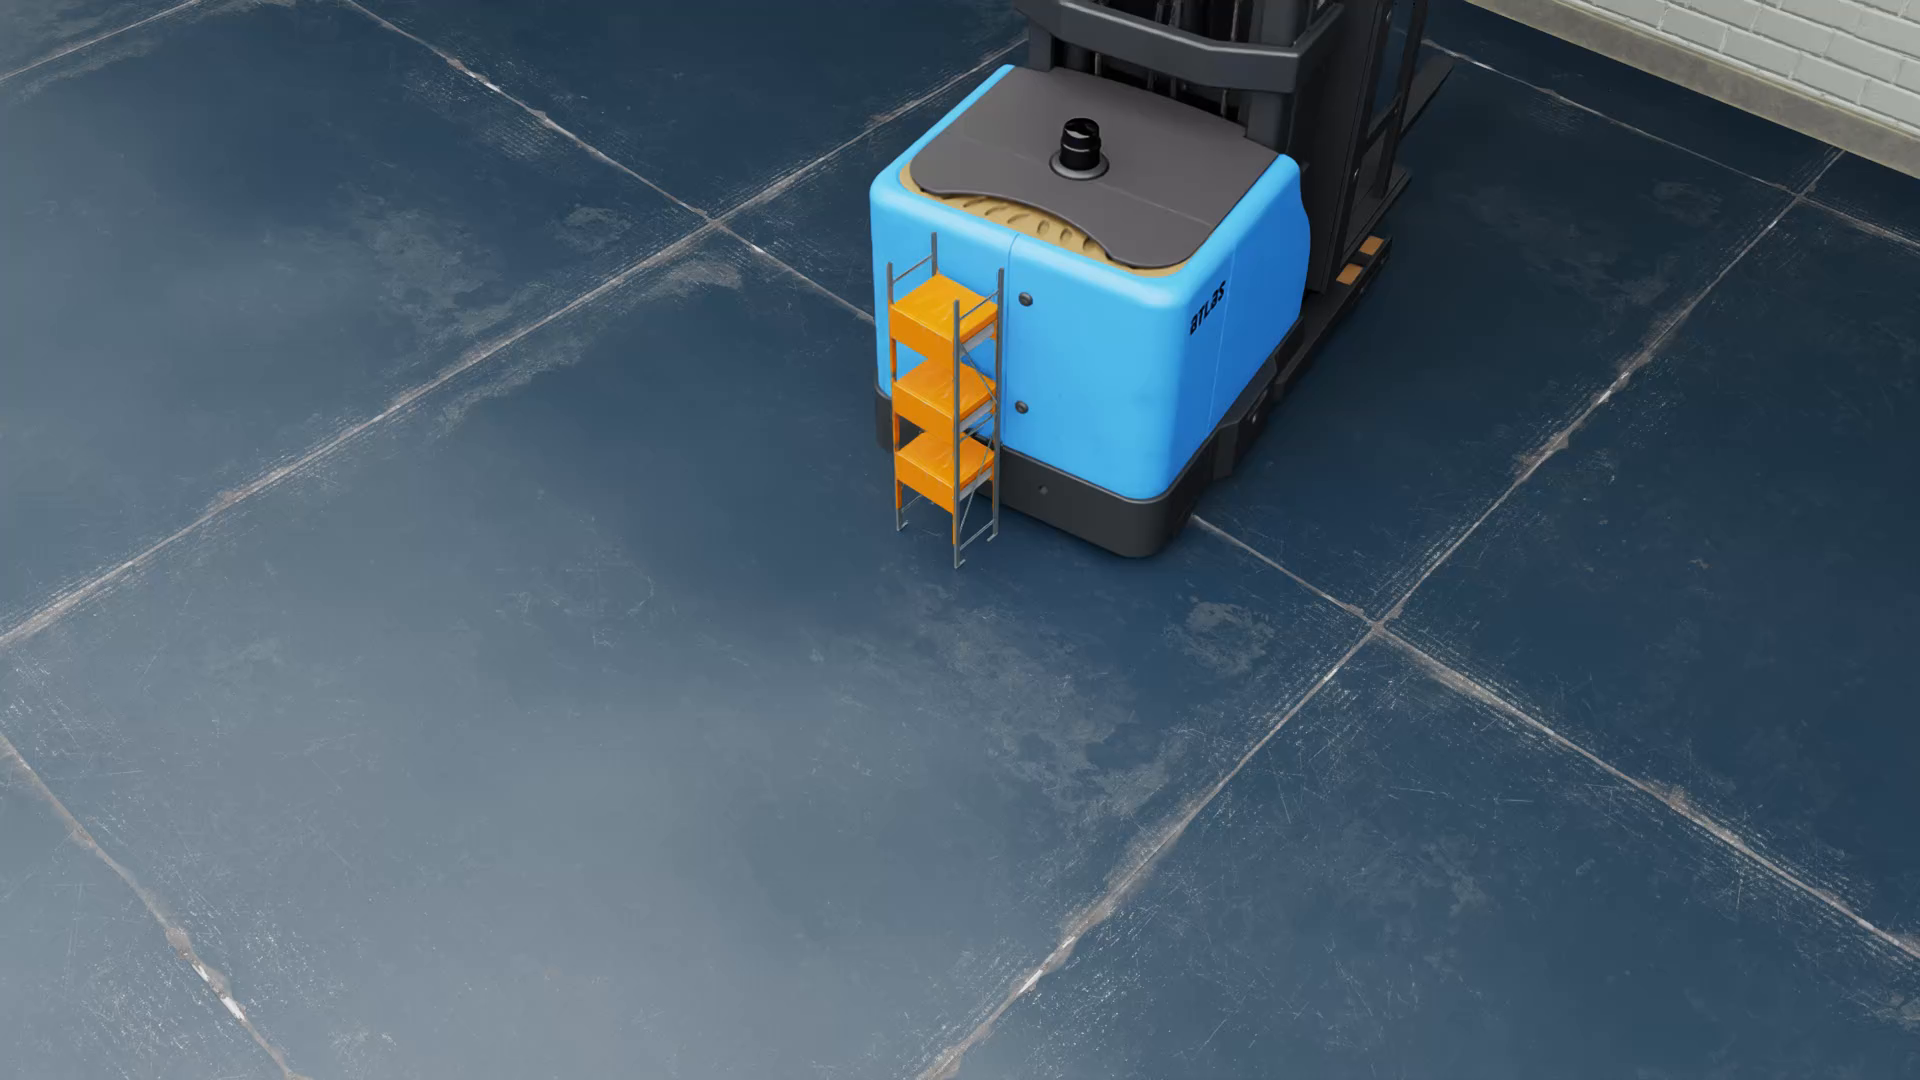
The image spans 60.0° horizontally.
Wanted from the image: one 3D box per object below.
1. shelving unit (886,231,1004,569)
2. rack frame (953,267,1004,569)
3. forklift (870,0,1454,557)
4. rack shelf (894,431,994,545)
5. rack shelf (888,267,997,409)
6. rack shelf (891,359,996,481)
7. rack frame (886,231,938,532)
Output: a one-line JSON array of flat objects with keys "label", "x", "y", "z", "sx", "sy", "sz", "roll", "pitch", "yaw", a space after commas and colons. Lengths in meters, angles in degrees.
[{"label": "shelving unit", "x": -0.040, "y": -0.384, "z": 4.890, "sx": 0.252, "sy": 1.050, "sz": 0.215, "roll": 33, "pitch": 55, "yaw": 27}, {"label": "rack frame", "x": 0.051, "y": -0.325, "z": 4.835, "sx": 0.008, "sy": 1.050, "sz": 0.200, "roll": 33, "pitch": 55, "yaw": 27}, {"label": "forklift", "x": 0.932, "y": -2.009, "z": 5.126, "sx": 1.130, "sy": 2.935, "sz": 3.031, "roll": 24, "pitch": 51, "yaw": 21}, {"label": "rack shelf", "x": -0.040, "y": -0.186, "z": 5.100, "sx": 0.240, "sy": 0.259, "sz": 0.215, "roll": 33, "pitch": 55, "yaw": 27}, {"label": "rack shelf", "x": -0.041, "y": -0.571, "z": 4.691, "sx": 0.240, "sy": 0.259, "sz": 0.215, "roll": 33, "pitch": 55, "yaw": 27}, {"label": "rack shelf", "x": -0.040, "y": -0.377, "z": 4.898, "sx": 0.240, "sy": 0.259, "sz": 0.215, "roll": 33, "pitch": 55, "yaw": 27}, {"label": "rack frame", "x": -0.132, "y": -0.443, "z": 4.945, "sx": 0.008, "sy": 1.050, "sz": 0.200, "roll": 33, "pitch": 55, "yaw": 27}]
